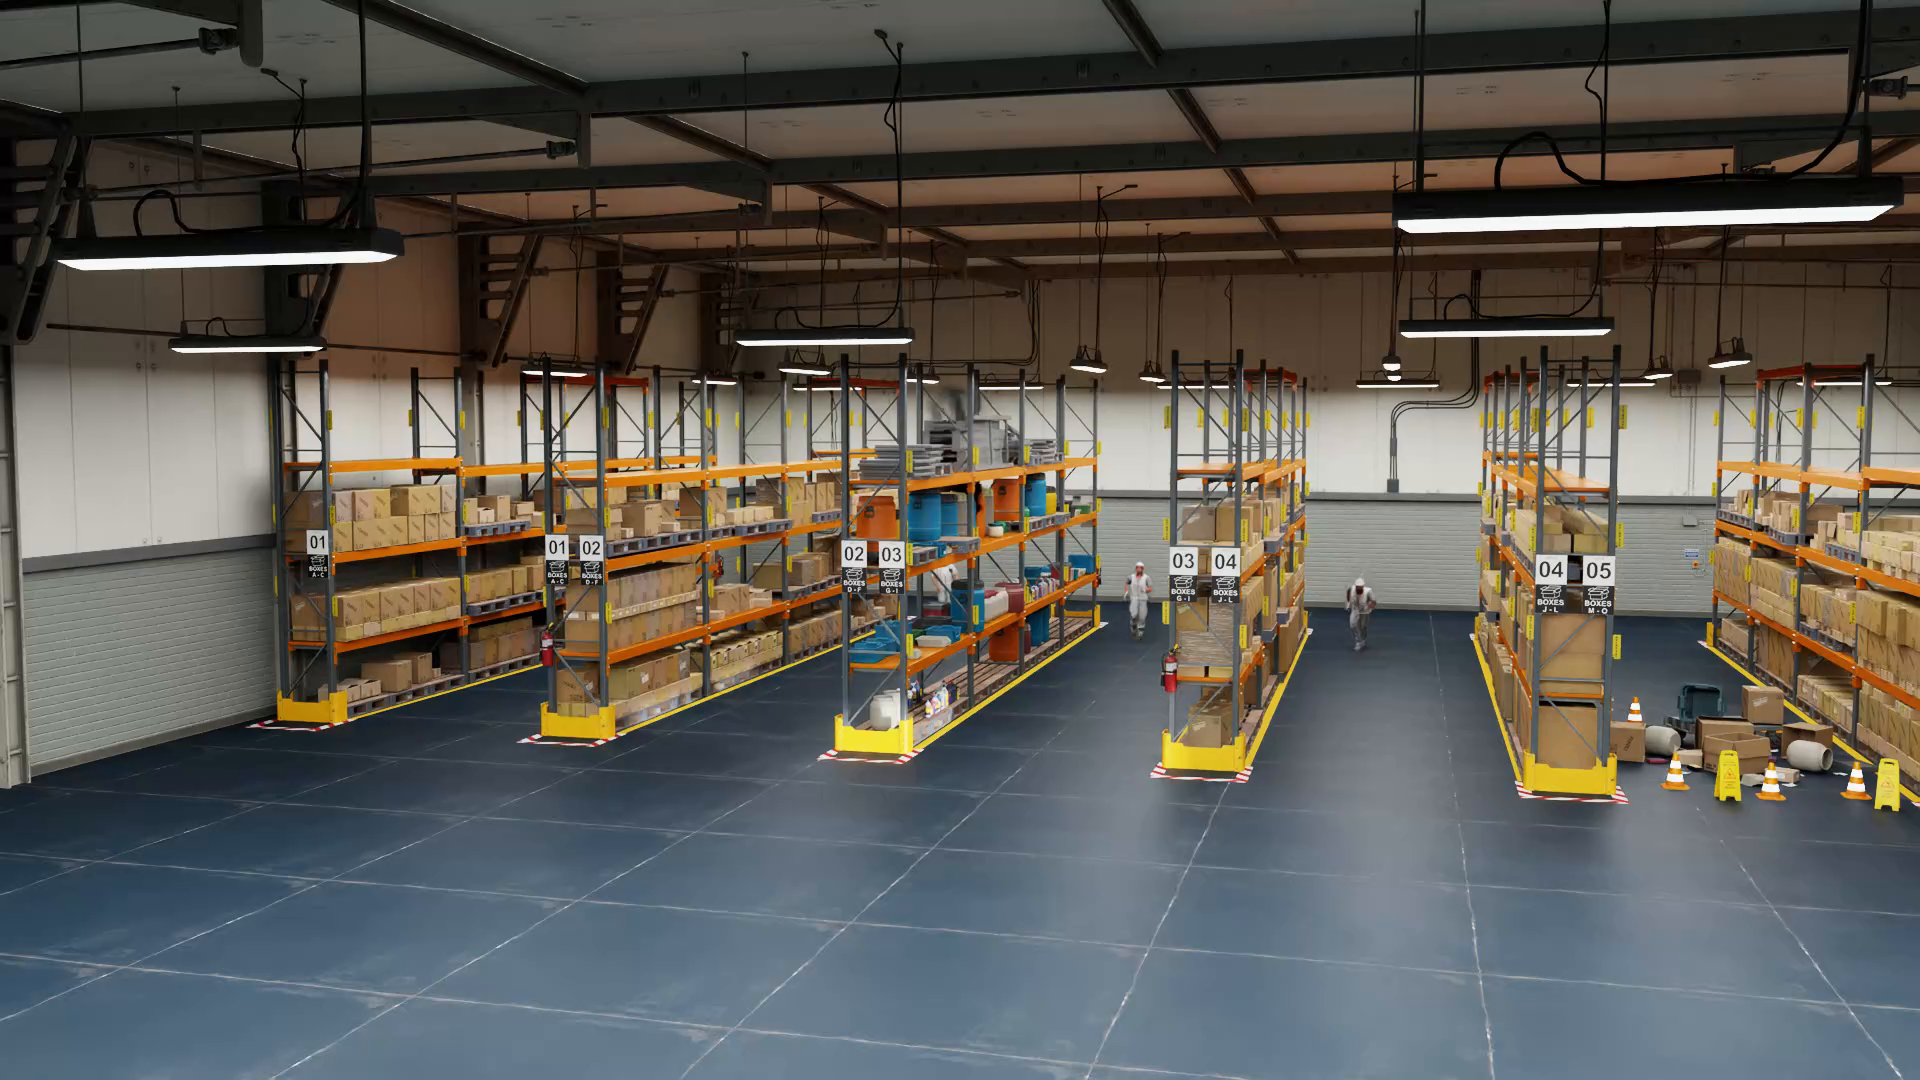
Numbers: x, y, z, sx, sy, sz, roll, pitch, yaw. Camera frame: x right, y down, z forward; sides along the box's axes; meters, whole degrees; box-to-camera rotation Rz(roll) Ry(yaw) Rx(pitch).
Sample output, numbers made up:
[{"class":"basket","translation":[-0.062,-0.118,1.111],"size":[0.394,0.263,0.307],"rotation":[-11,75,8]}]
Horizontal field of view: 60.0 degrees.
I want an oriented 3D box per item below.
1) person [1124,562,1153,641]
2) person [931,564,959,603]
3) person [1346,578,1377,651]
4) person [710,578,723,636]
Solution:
[{"class":"person","translation":[4.047,1.395,37.755],"size":[0.647,1.789,0.707],"rotation":[0,4,6]},{"class":"person","translation":[-0.356,1.198,40.839],"size":[0.686,1.749,0.551],"rotation":[0,4,-5]},{"class":"person","translation":[8.816,1.599,36.457],"size":[0.686,1.604,1.121],"rotation":[2,5,26]},{"class":"person","translation":[-5.229,1.633,35.694],"size":[0.576,1.666,0.730],"rotation":[1,4,15]}]
